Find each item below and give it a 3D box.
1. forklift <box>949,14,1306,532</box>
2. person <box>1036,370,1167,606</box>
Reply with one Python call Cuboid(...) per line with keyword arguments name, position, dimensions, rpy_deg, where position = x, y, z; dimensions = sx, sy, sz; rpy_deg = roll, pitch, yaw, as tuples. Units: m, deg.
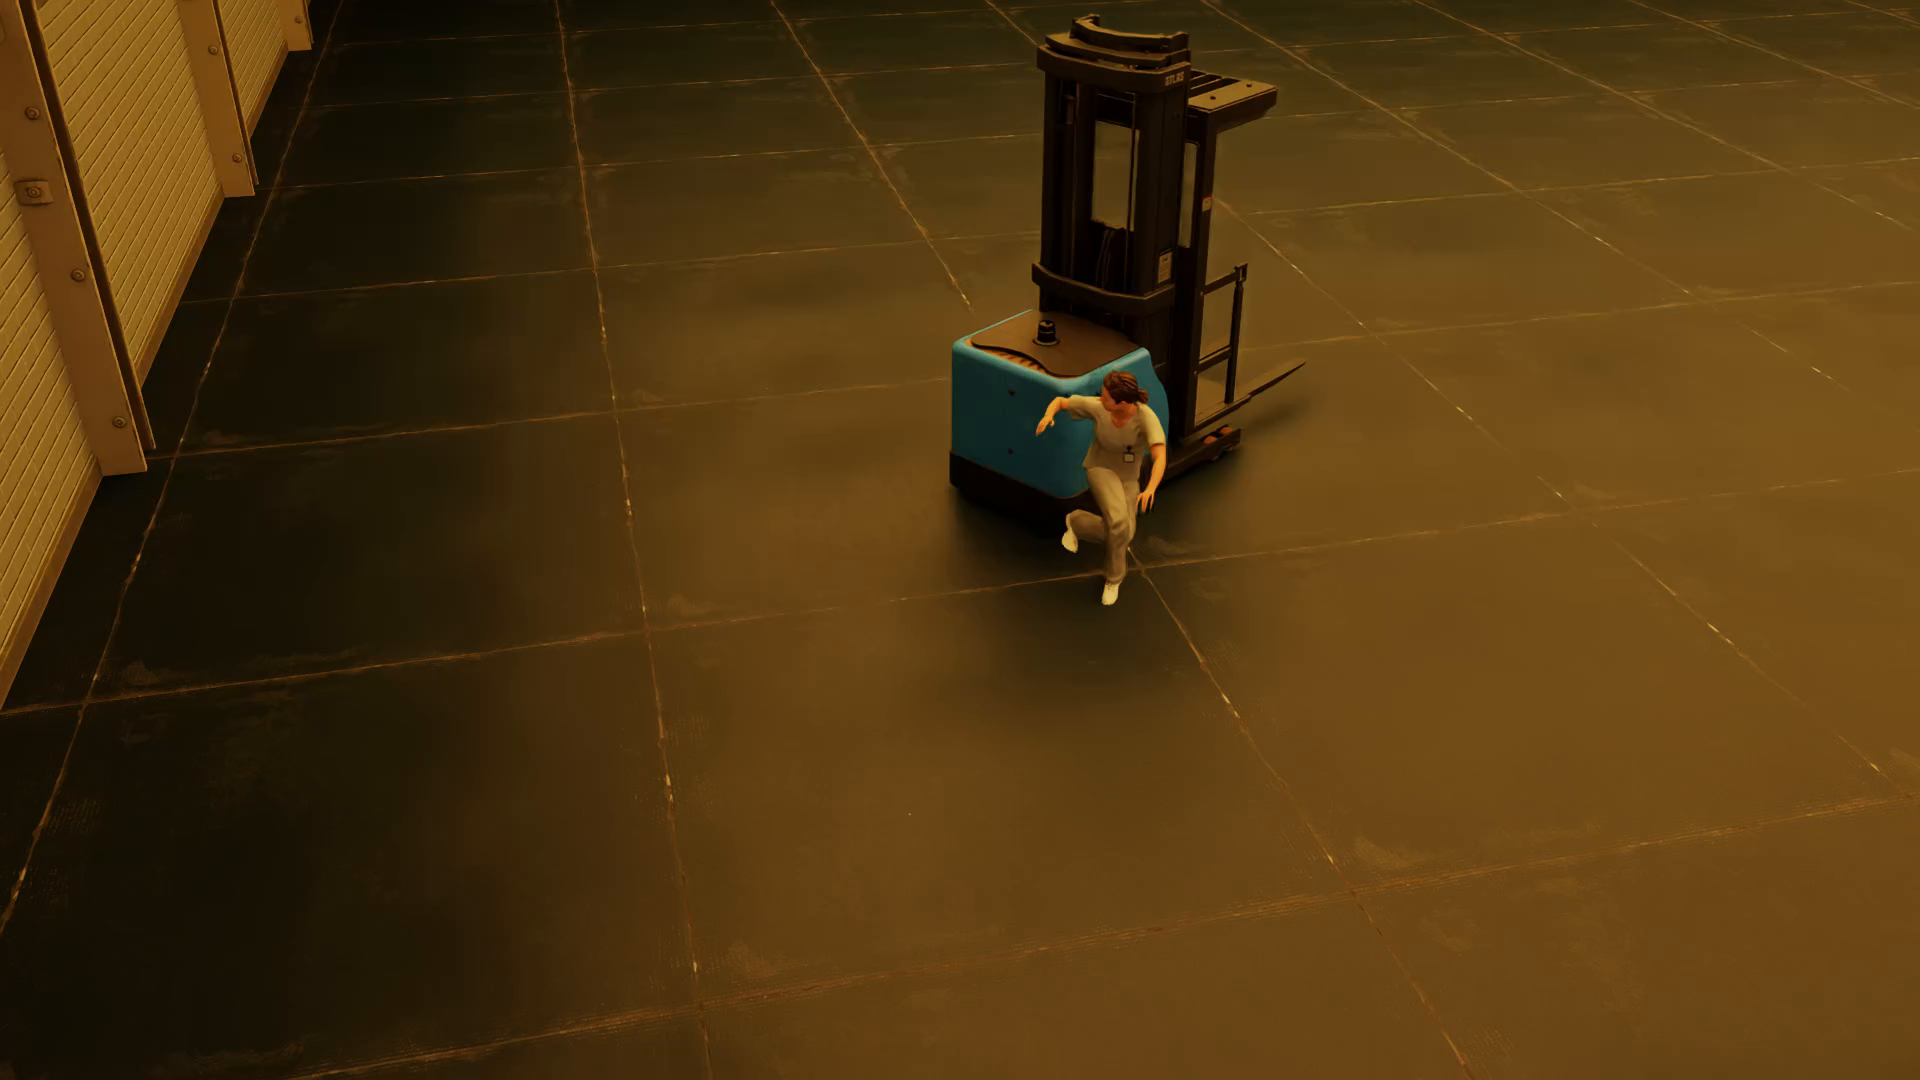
Cuboid(name="forklift", position=(1.302, -1.970, 10.978), dimensions=(1.130, 2.935, 3.031), rpy_deg=(25, 38, 36))
Cuboid(name="person", position=(0.798, -0.306, 9.666), dimensions=(0.734, 1.405, 1.052), rpy_deg=(-2, 30, -4))
